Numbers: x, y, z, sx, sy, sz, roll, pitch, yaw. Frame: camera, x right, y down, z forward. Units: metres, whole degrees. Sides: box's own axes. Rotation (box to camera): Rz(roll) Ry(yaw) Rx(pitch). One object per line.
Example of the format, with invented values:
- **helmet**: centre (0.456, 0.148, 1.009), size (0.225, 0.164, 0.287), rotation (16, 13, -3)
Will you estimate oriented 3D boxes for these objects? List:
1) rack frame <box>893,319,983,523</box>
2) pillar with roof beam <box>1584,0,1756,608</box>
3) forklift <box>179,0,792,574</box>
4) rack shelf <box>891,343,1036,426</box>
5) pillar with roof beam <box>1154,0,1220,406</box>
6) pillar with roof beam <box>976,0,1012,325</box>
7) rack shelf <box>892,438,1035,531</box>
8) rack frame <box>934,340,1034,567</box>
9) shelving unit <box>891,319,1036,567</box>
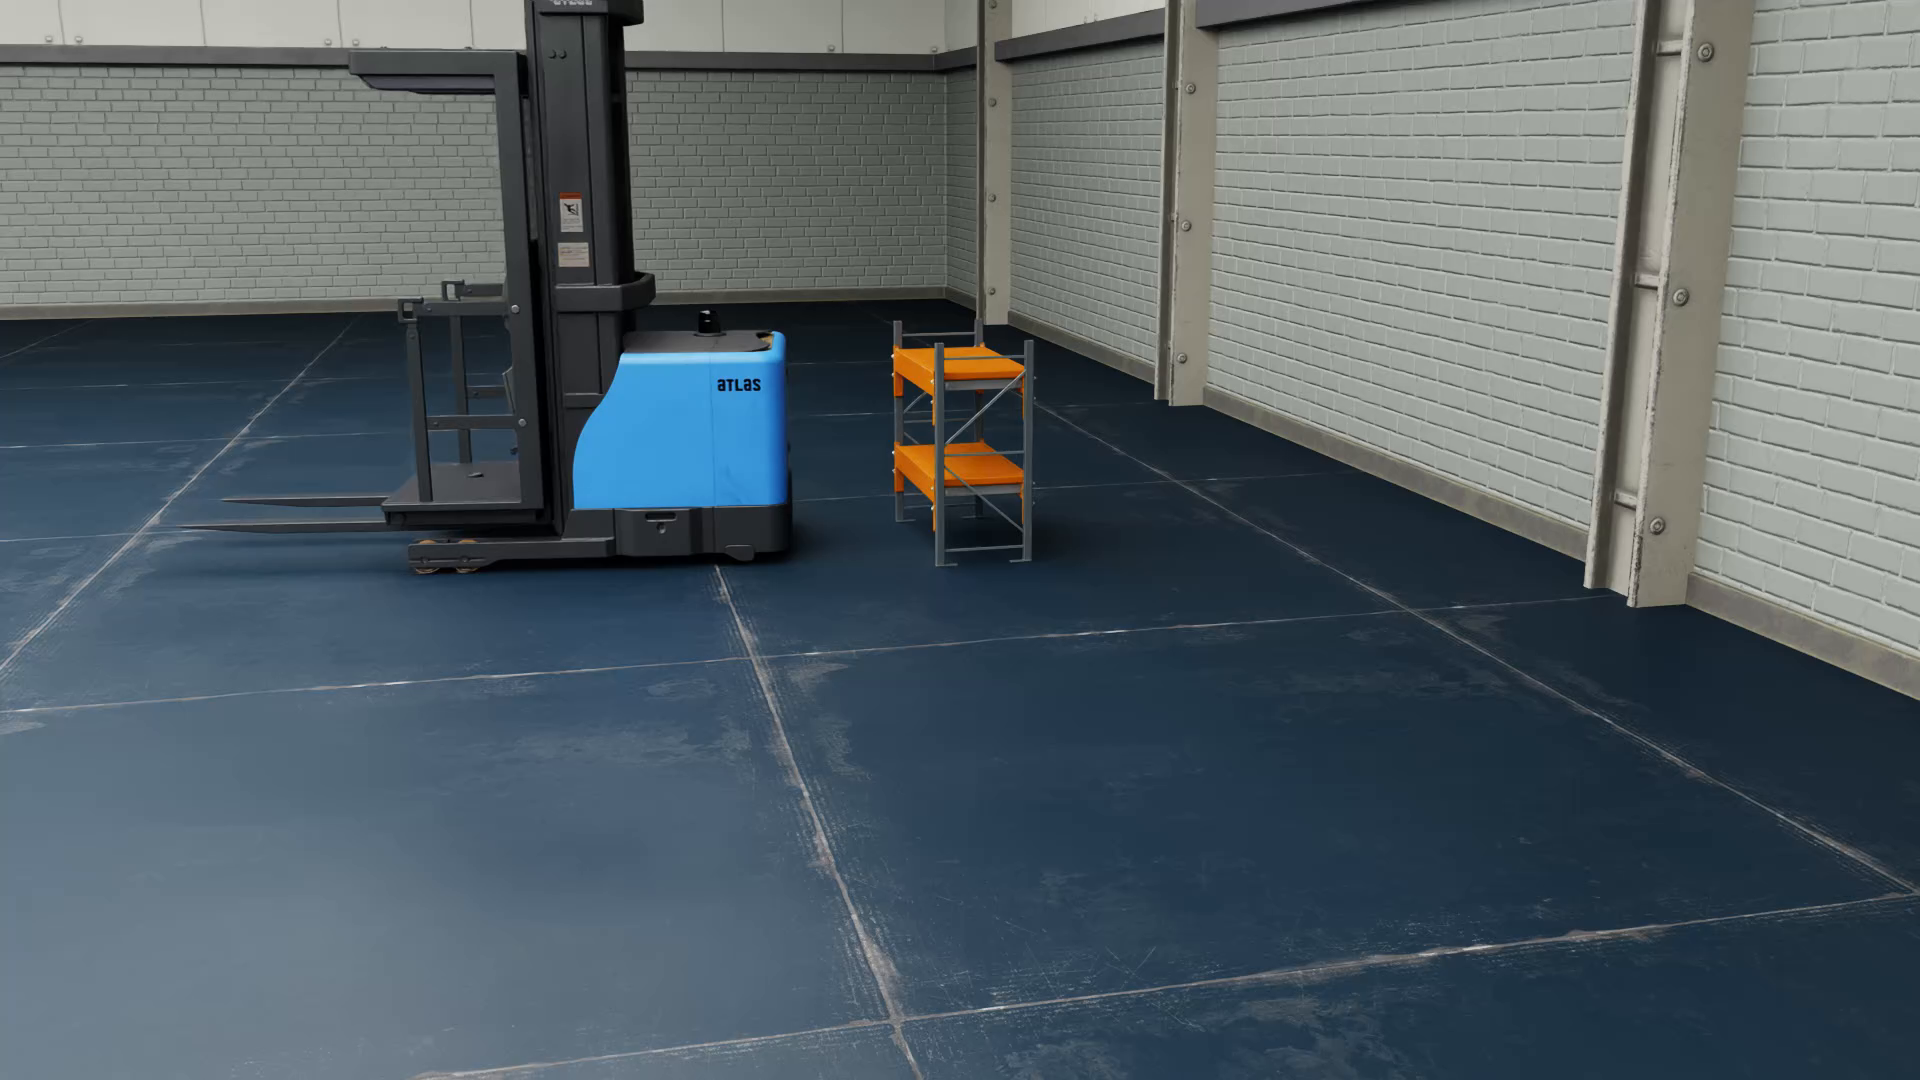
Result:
- **rack frame**: centre (-0.118, -0.662, 9.267), size (0.500, 1.125, 0.032), rotation (-3, 14, -13)
- **pillar with roof beam**: centre (-0.982, -3.874, 5.825), size (9.100, 9.000, 0.400), rotation (-3, 14, -13)
- **forklift**: centre (-2.409, -1.387, 8.428), size (3.031, 2.935, 1.130), rotation (-1, 14, -5)
- **rack shelf**: centre (0.002, -0.829, 8.718), size (0.538, 0.278, 1.000), rotation (-3, 14, -13)
- **pillar with roof beam**: centre (-2.391, -5.259, 11.491), size (9.100, 9.000, 0.400), rotation (-3, 14, -13)
- **pillar with roof beam**: centre (-3.800, -6.643, 17.156), size (9.100, 9.000, 0.400), rotation (-3, 14, -13)
- **rack shelf**: centre (0.002, -0.307, 8.845), size (0.538, 0.278, 1.000), rotation (-3, 14, -13)
- **rack frame**: centre (0.121, -0.428, 8.307), size (0.500, 1.125, 0.032), rotation (-3, 14, -13)
- **shelving unit**: centre (0.002, -0.545, 8.787), size (0.538, 1.125, 1.048), rotation (-3, 14, -13)
